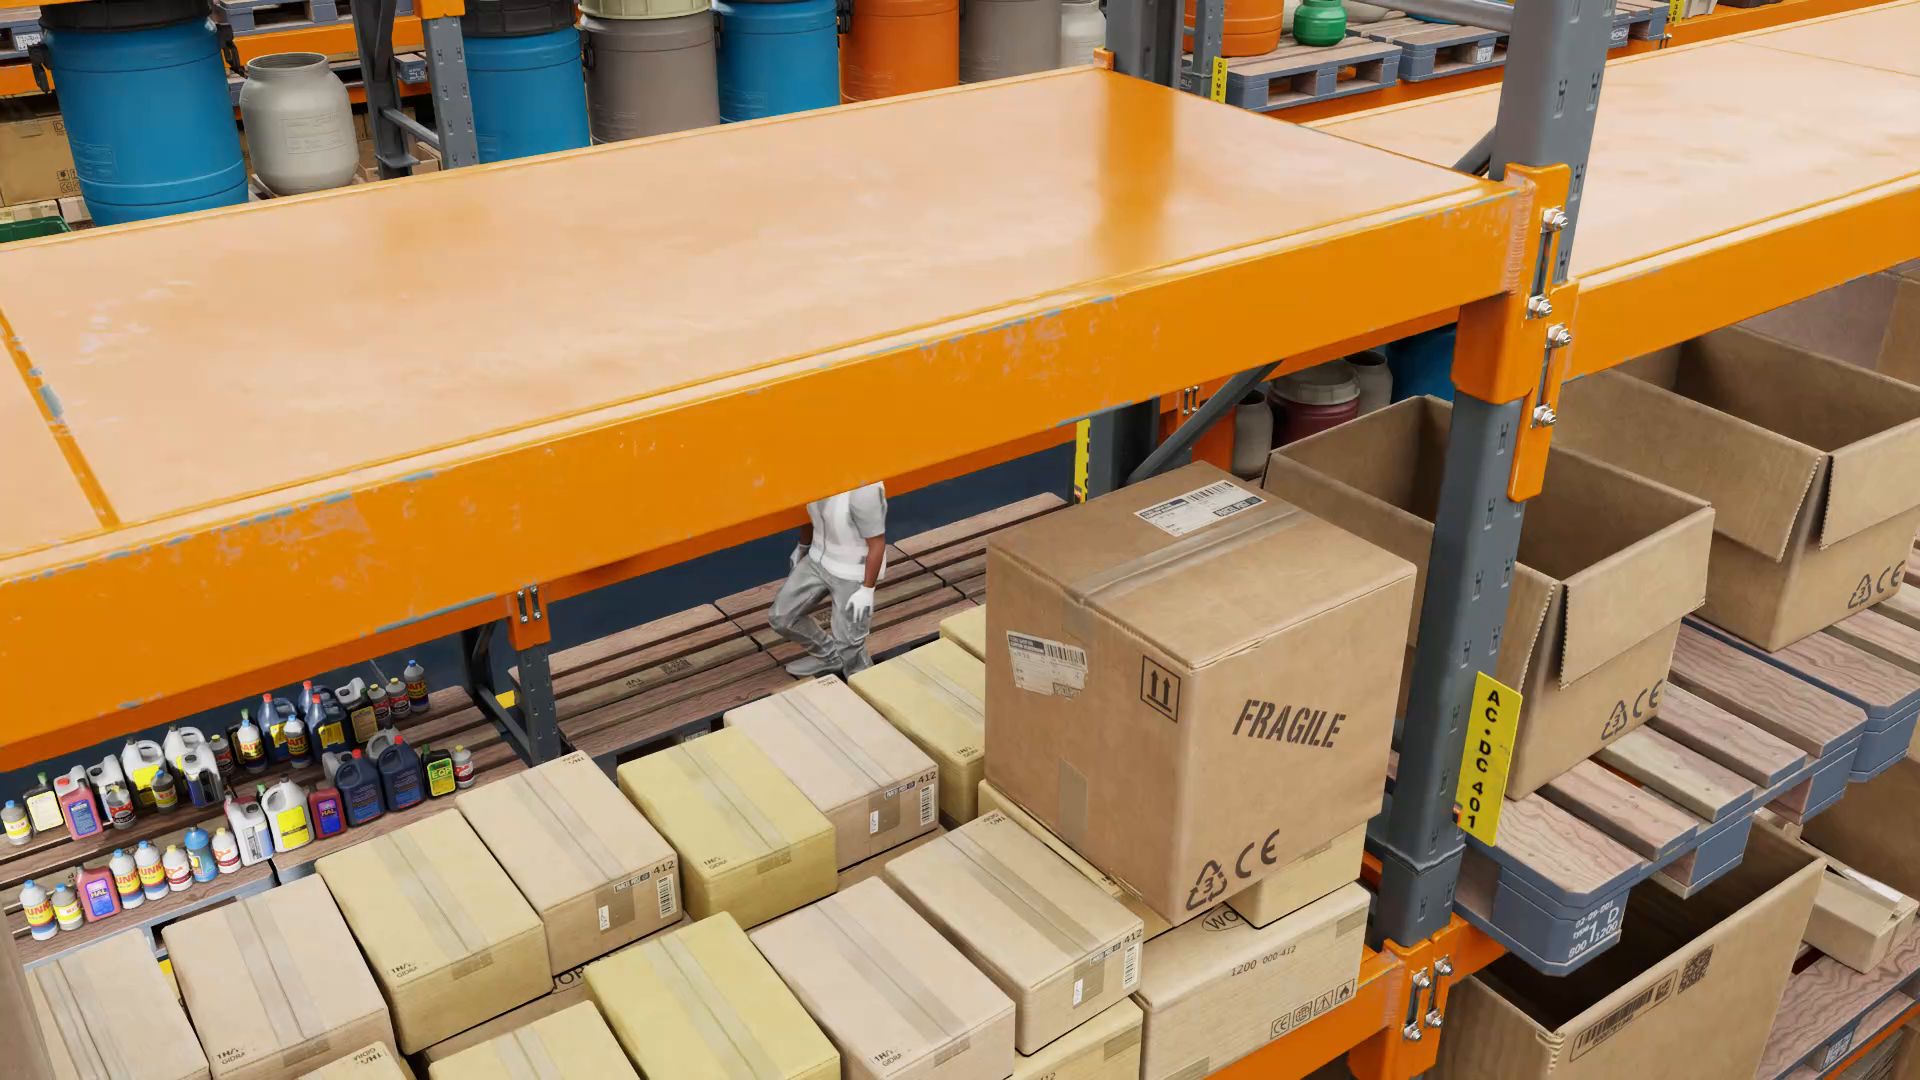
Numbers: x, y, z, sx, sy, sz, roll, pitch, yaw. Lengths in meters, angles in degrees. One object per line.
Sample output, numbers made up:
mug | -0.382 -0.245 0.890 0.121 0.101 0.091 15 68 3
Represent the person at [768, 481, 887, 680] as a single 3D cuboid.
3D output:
person | -0.643 0.168 8.350 0.519 1.780 0.622 -21 35 -33
